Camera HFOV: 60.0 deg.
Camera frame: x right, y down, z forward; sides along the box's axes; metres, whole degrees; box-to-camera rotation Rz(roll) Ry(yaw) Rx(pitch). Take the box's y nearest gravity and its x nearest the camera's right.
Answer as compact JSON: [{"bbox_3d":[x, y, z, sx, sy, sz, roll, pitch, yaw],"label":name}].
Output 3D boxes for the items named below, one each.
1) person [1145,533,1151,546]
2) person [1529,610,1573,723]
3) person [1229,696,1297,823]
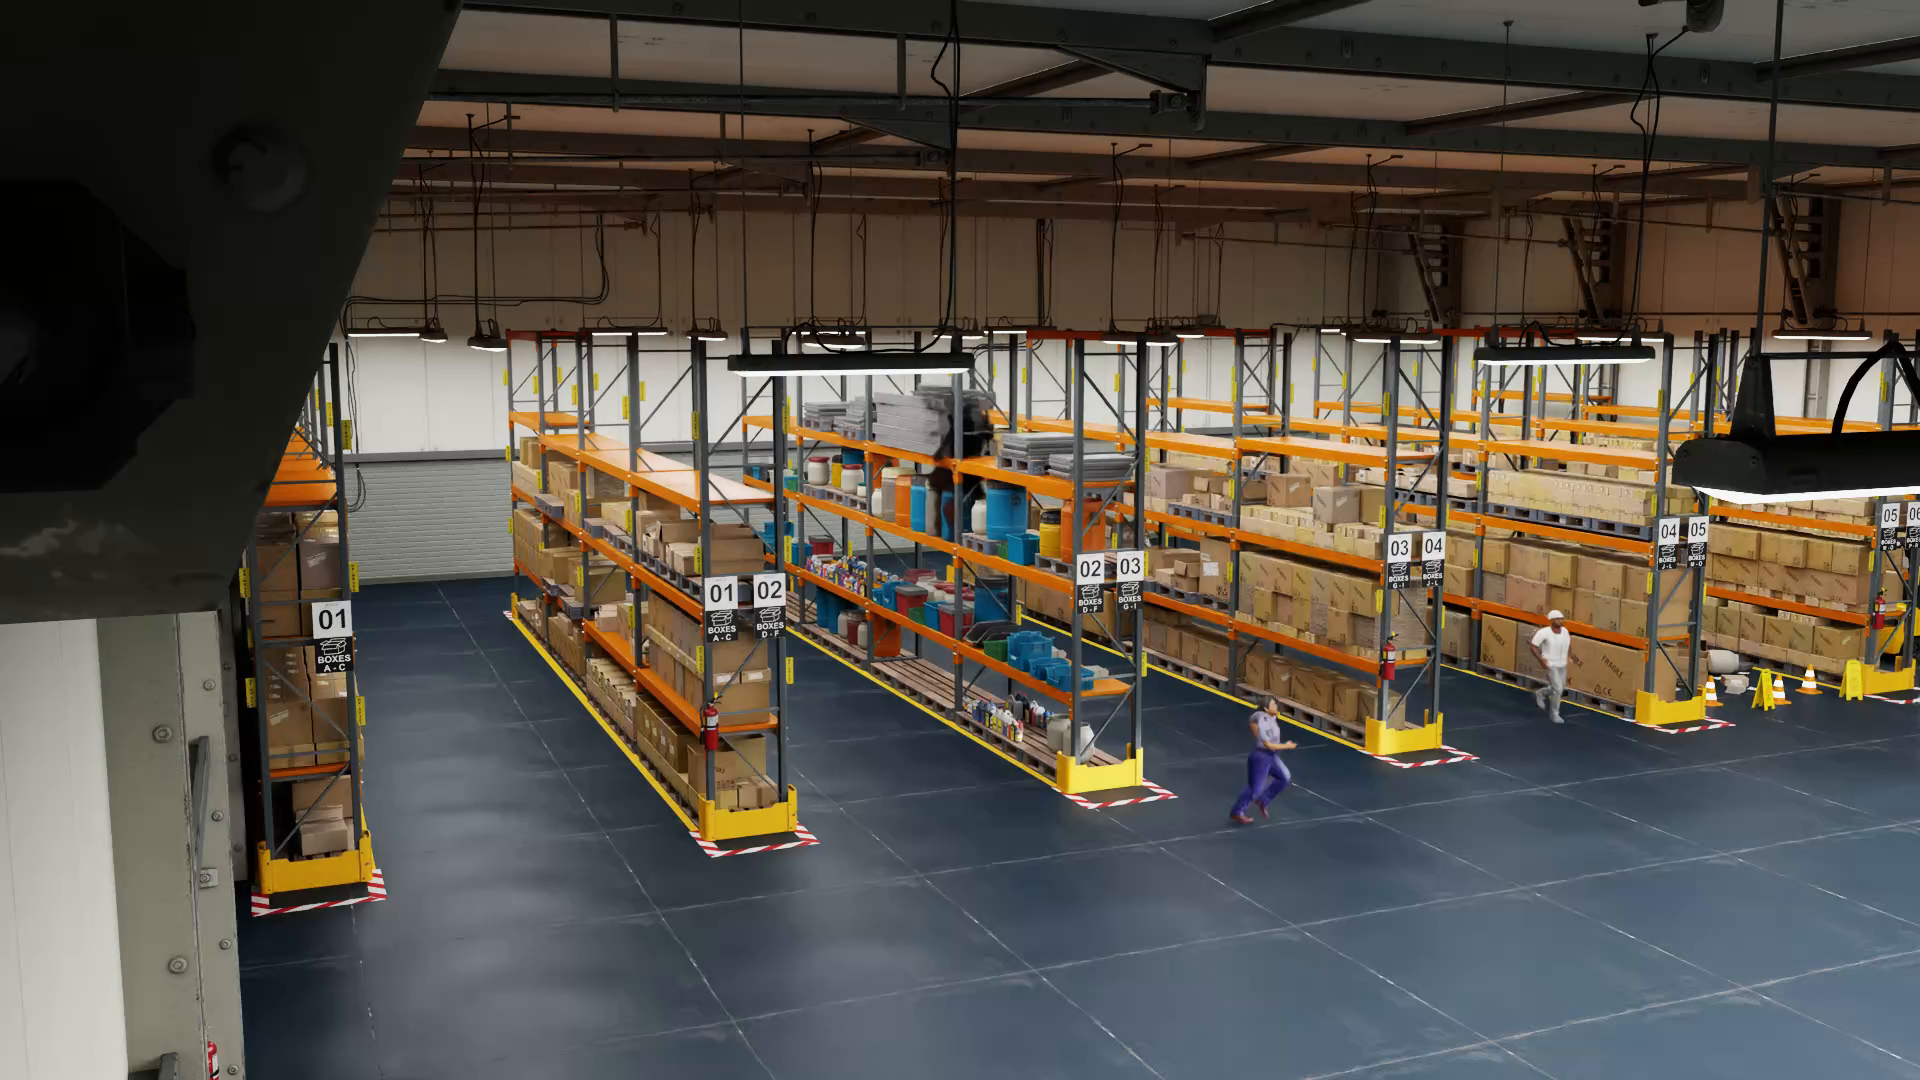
[{"bbox_3d":[-3.834,0.085,33.484,18.689,3.423,2.681,-3,8,-22],"label":"person"},{"bbox_3d":[9.262,1.942,26.063,0.719,1.736,0.756,-3,8,-23],"label":"person"},{"bbox_3d":[7.958,1.943,26.445,5.036,1.632,14.304,3,8,18],"label":"person"}]
